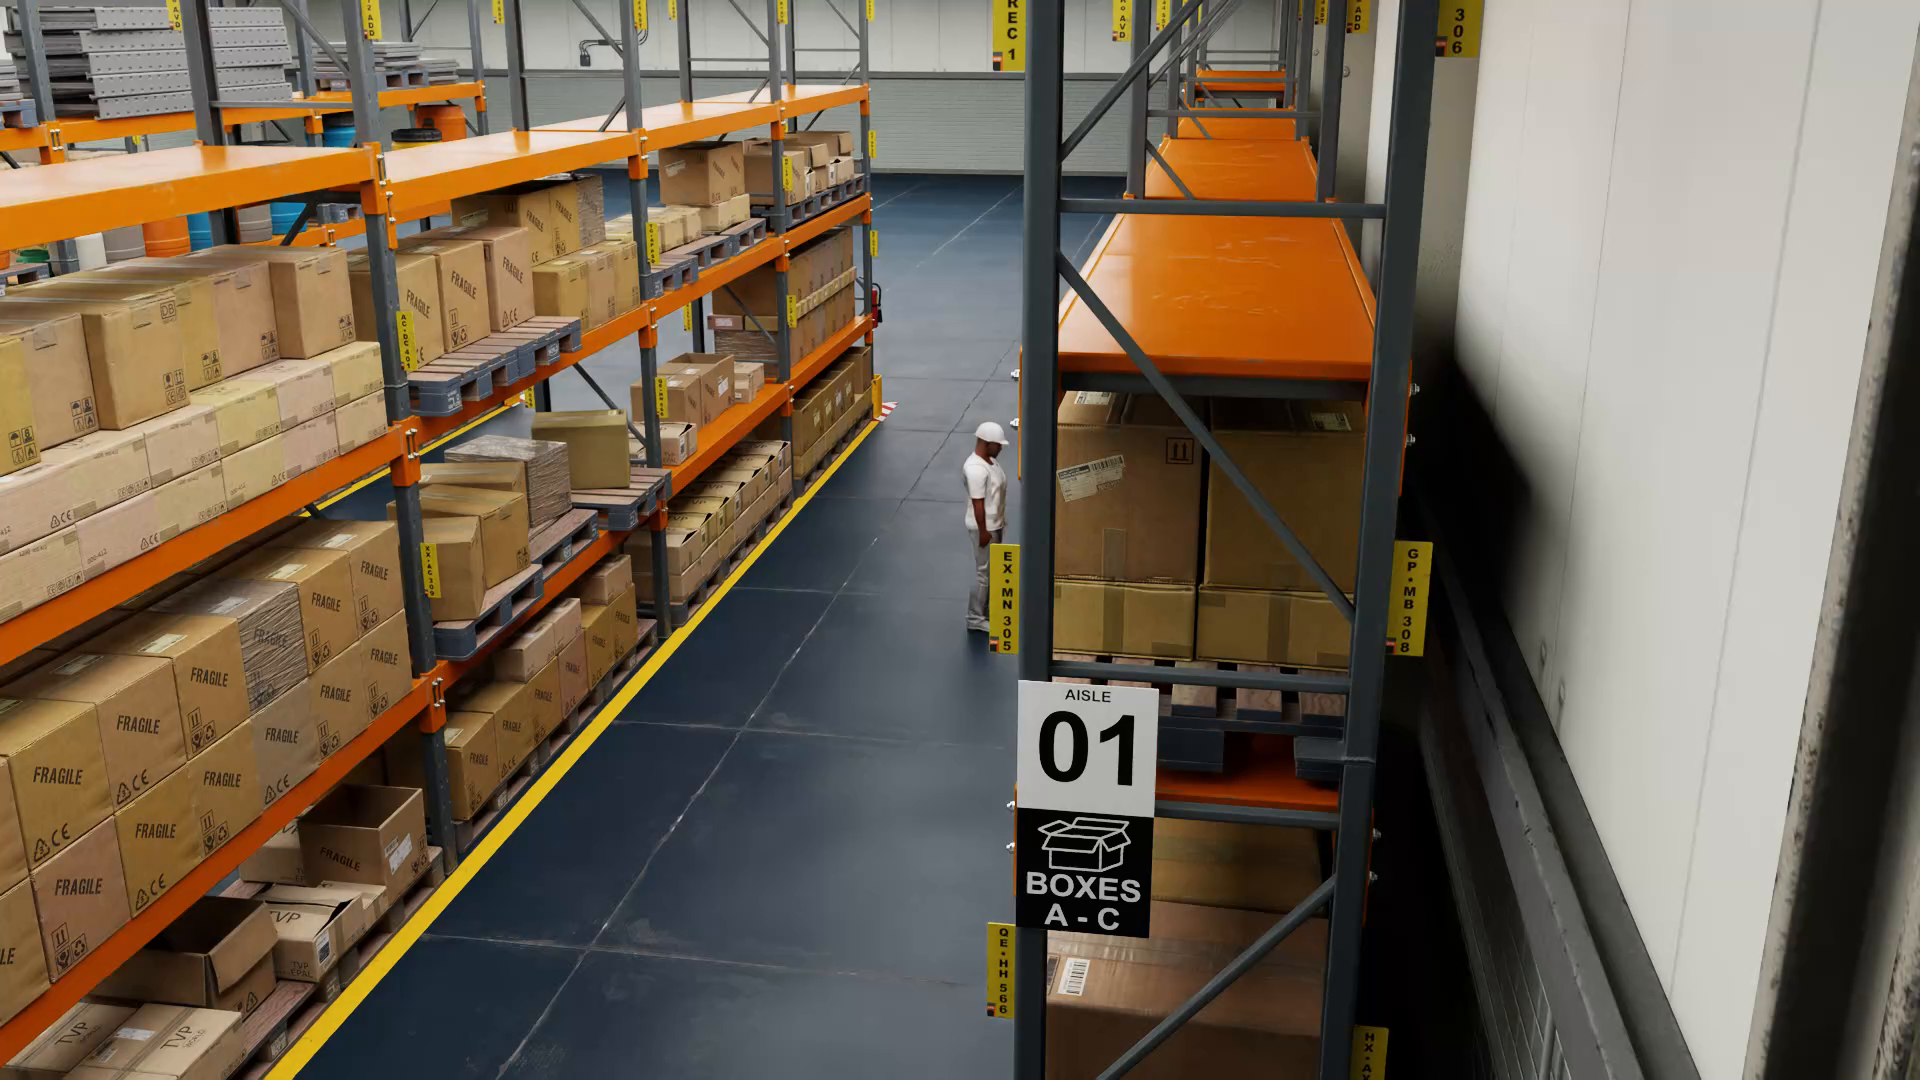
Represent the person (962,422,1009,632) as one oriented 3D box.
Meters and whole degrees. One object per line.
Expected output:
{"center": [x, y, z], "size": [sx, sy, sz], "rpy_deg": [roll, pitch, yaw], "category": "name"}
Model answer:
{"center": [0.221, -0.128, 13.906], "size": [0.368, 1.759, 0.568], "rpy_deg": [3, 18, 10], "category": "person"}
